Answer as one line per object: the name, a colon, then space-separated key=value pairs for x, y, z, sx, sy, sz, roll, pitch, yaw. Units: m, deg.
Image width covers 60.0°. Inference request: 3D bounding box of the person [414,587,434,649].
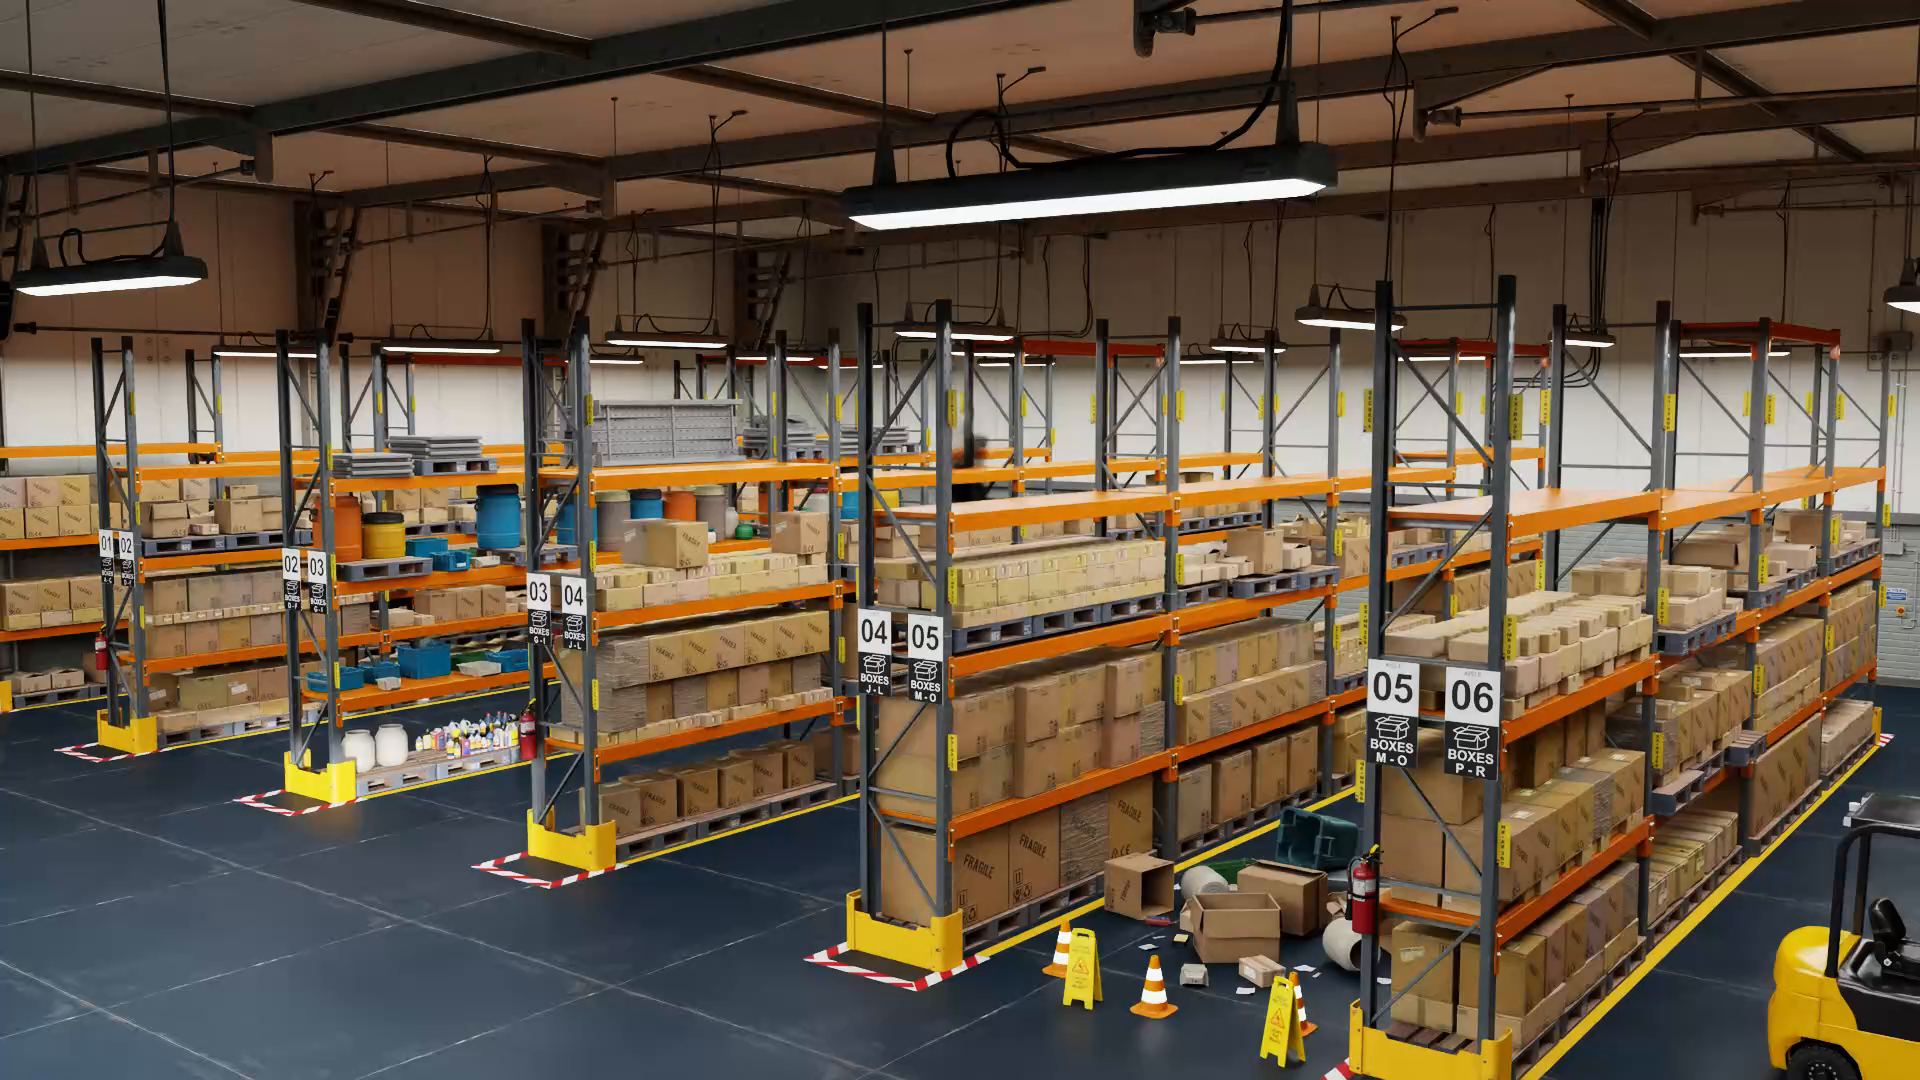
person: x=-9.684 y=1.678 z=30.145 sx=0.612 sy=1.677 sz=0.939 roll=3 pitch=6 yaw=34
